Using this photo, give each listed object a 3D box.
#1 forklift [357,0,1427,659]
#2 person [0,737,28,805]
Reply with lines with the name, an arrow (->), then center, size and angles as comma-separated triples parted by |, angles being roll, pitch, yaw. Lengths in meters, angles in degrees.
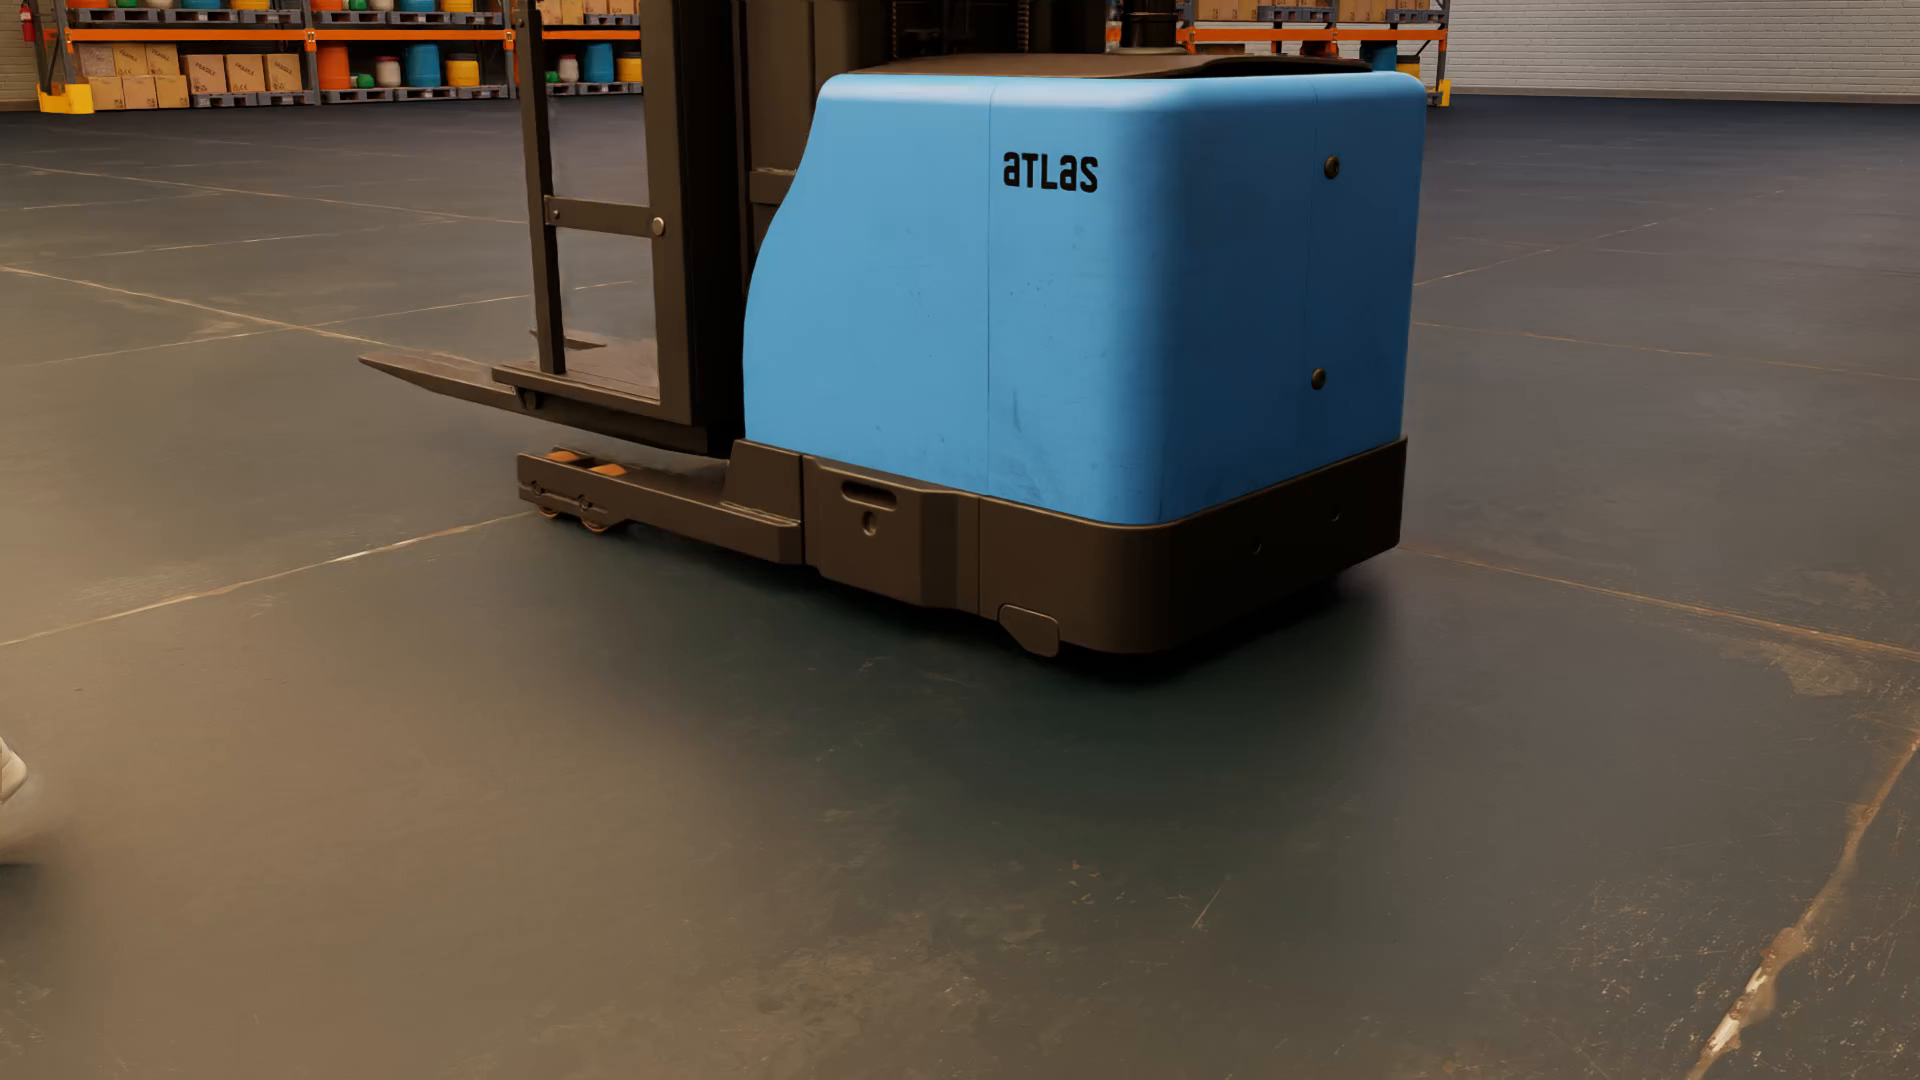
forklift -> -0.460, -1.519, 3.901 | 3.031, 2.935, 1.130 | 15, 22, 40
person -> -1.945, -0.244, 2.192 | 1.143, 1.741, 0.602 | 7, 18, 23
